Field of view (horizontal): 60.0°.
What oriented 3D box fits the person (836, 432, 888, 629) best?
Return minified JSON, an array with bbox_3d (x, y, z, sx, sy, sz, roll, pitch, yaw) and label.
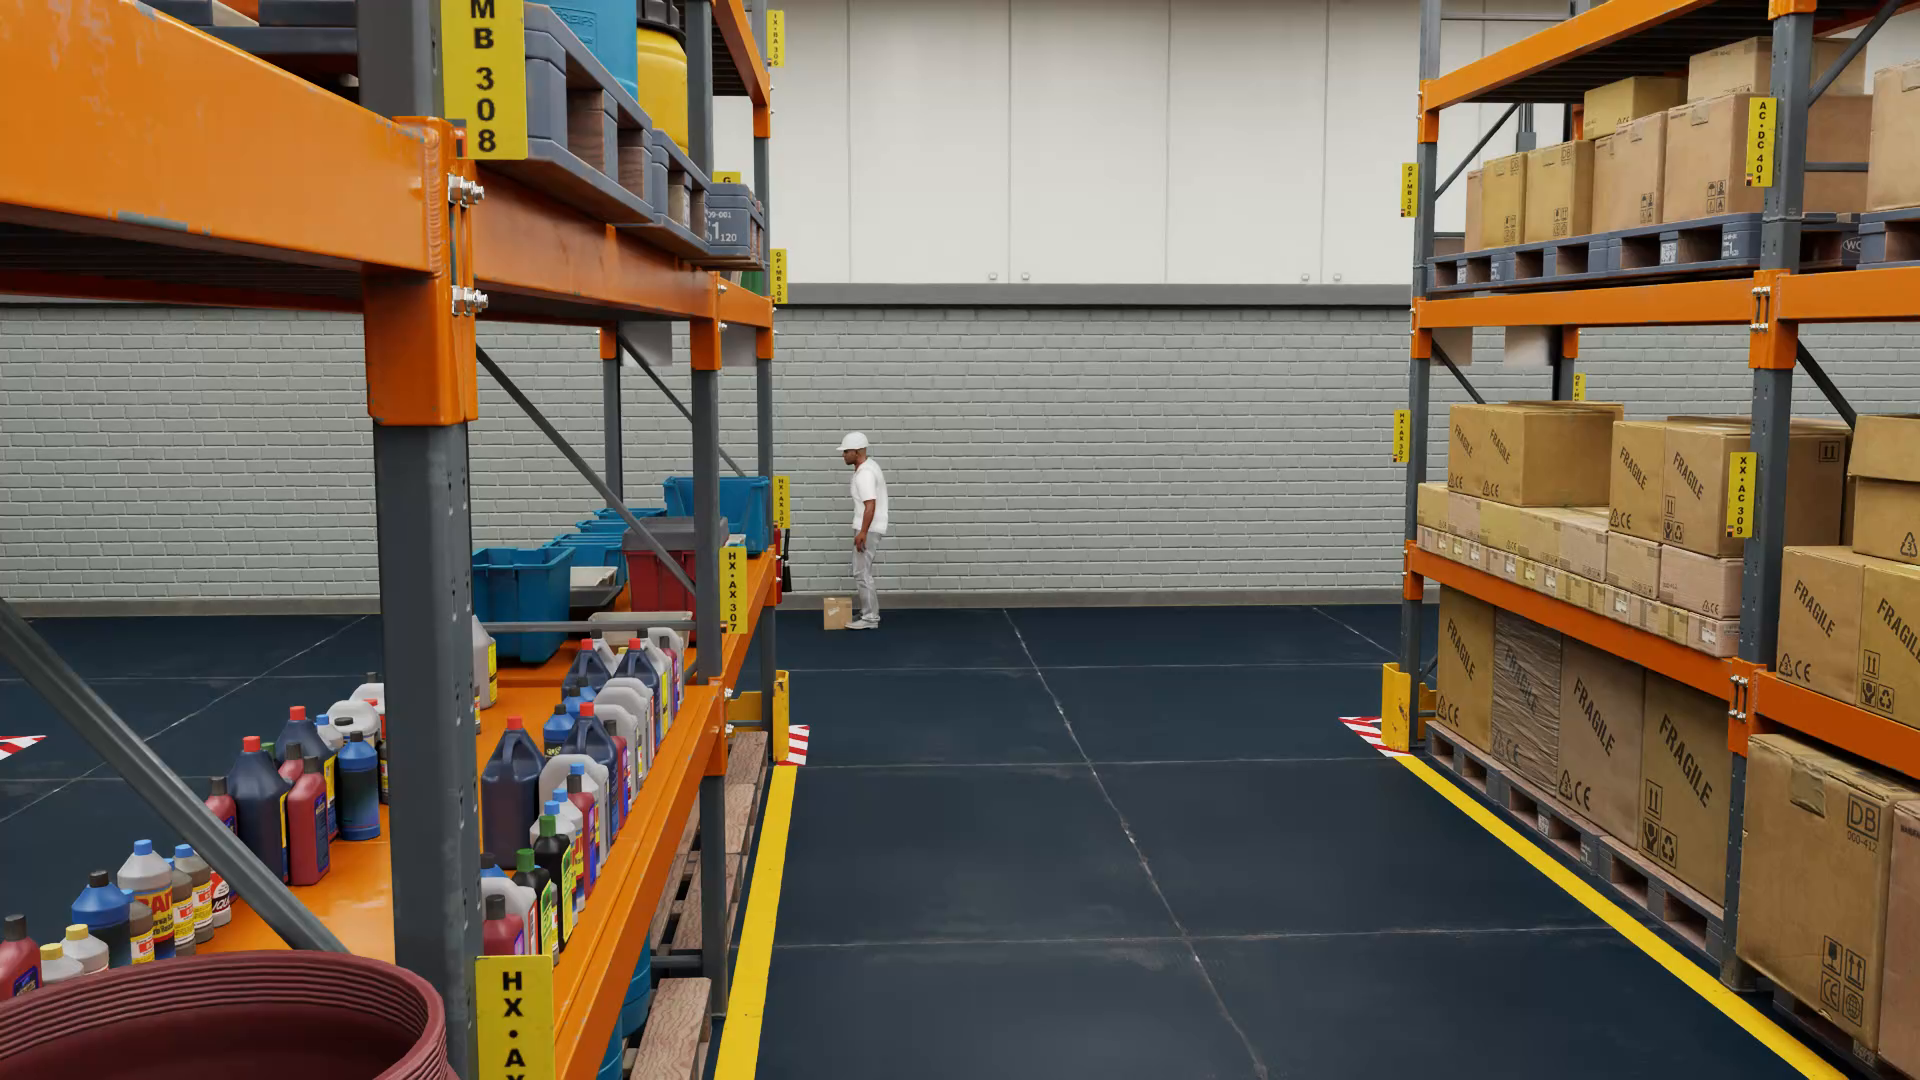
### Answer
[{"bbox_3d":[-0.872,-0.091,14.926,0.460,1.760,0.625,-1,7,-4],"label":"person"}]
